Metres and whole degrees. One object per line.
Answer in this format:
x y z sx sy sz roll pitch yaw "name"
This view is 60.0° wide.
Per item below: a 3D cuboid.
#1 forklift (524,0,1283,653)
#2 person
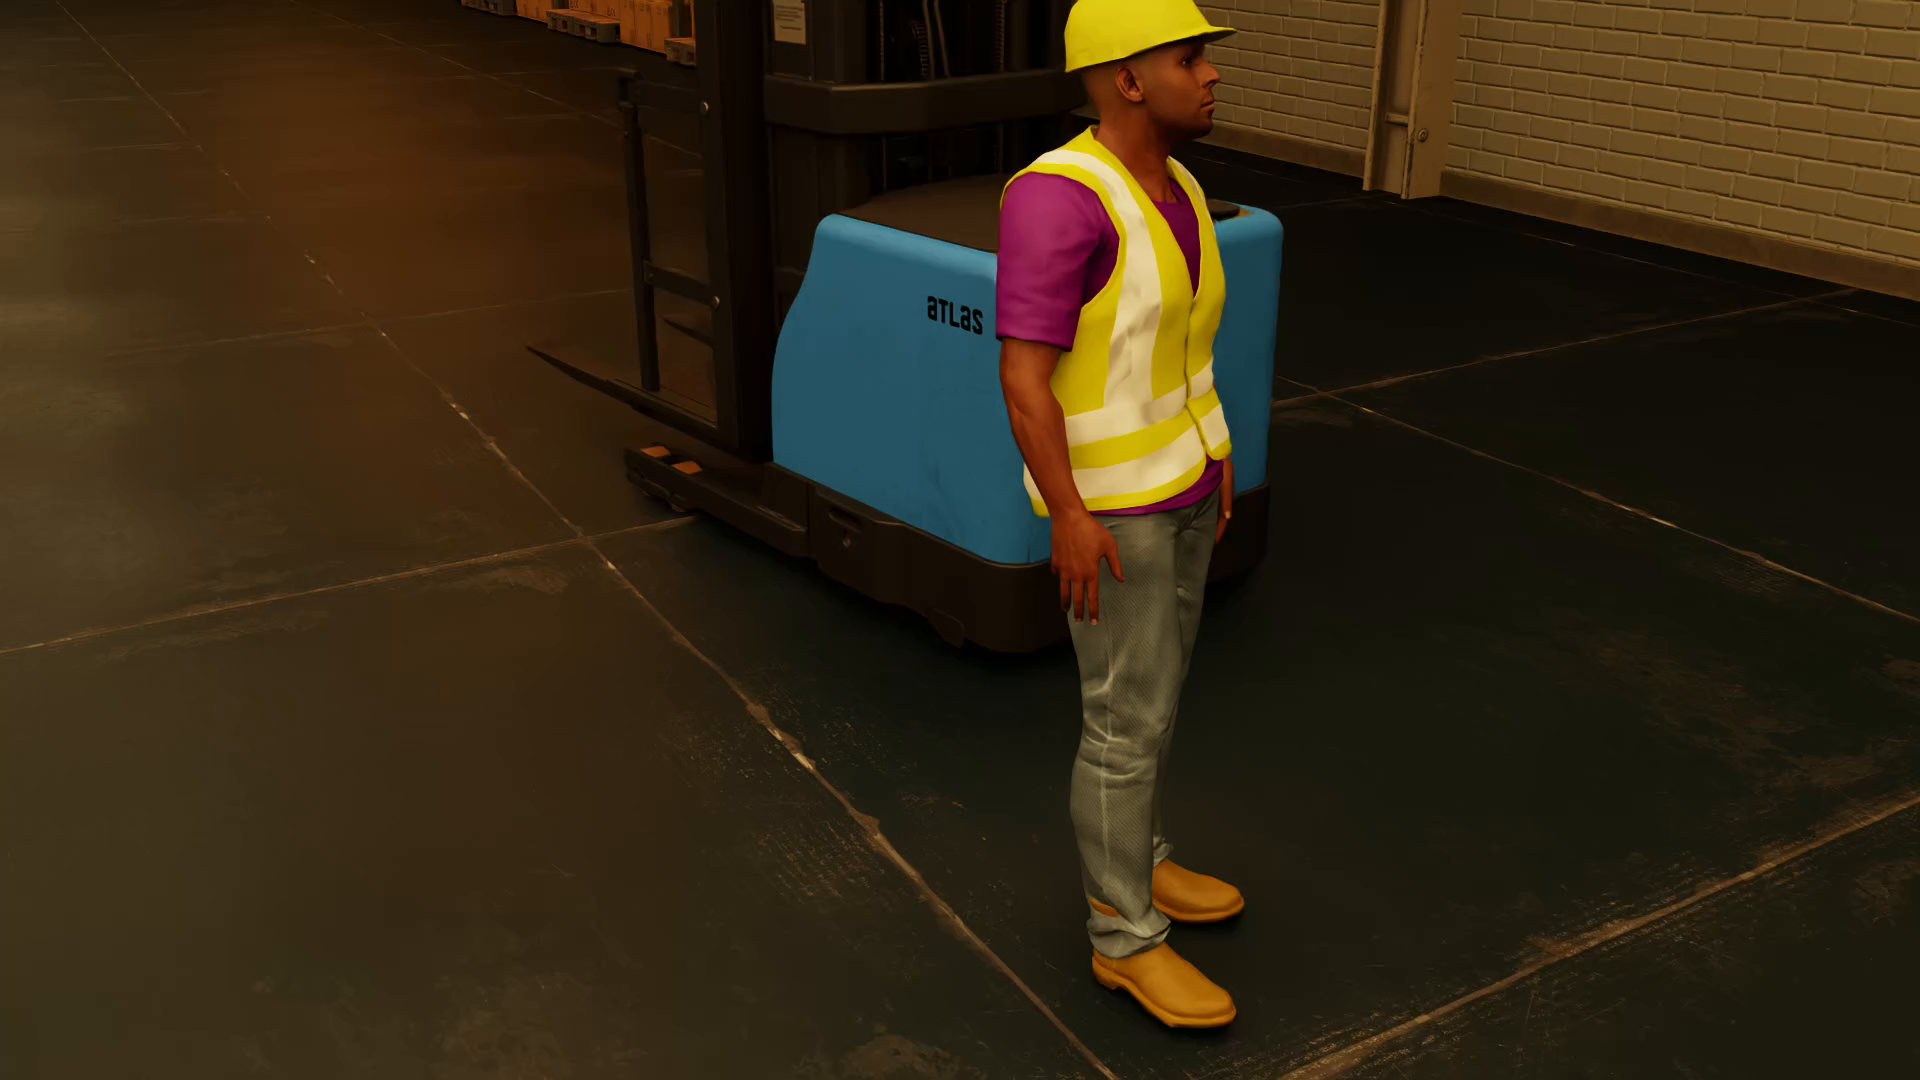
-0.448 -1.551 5.054 1.130 2.935 3.031 -18 28 -37 "forklift"
0.378 -0.080 2.983 0.575 1.766 0.667 13 26 28 "person"
